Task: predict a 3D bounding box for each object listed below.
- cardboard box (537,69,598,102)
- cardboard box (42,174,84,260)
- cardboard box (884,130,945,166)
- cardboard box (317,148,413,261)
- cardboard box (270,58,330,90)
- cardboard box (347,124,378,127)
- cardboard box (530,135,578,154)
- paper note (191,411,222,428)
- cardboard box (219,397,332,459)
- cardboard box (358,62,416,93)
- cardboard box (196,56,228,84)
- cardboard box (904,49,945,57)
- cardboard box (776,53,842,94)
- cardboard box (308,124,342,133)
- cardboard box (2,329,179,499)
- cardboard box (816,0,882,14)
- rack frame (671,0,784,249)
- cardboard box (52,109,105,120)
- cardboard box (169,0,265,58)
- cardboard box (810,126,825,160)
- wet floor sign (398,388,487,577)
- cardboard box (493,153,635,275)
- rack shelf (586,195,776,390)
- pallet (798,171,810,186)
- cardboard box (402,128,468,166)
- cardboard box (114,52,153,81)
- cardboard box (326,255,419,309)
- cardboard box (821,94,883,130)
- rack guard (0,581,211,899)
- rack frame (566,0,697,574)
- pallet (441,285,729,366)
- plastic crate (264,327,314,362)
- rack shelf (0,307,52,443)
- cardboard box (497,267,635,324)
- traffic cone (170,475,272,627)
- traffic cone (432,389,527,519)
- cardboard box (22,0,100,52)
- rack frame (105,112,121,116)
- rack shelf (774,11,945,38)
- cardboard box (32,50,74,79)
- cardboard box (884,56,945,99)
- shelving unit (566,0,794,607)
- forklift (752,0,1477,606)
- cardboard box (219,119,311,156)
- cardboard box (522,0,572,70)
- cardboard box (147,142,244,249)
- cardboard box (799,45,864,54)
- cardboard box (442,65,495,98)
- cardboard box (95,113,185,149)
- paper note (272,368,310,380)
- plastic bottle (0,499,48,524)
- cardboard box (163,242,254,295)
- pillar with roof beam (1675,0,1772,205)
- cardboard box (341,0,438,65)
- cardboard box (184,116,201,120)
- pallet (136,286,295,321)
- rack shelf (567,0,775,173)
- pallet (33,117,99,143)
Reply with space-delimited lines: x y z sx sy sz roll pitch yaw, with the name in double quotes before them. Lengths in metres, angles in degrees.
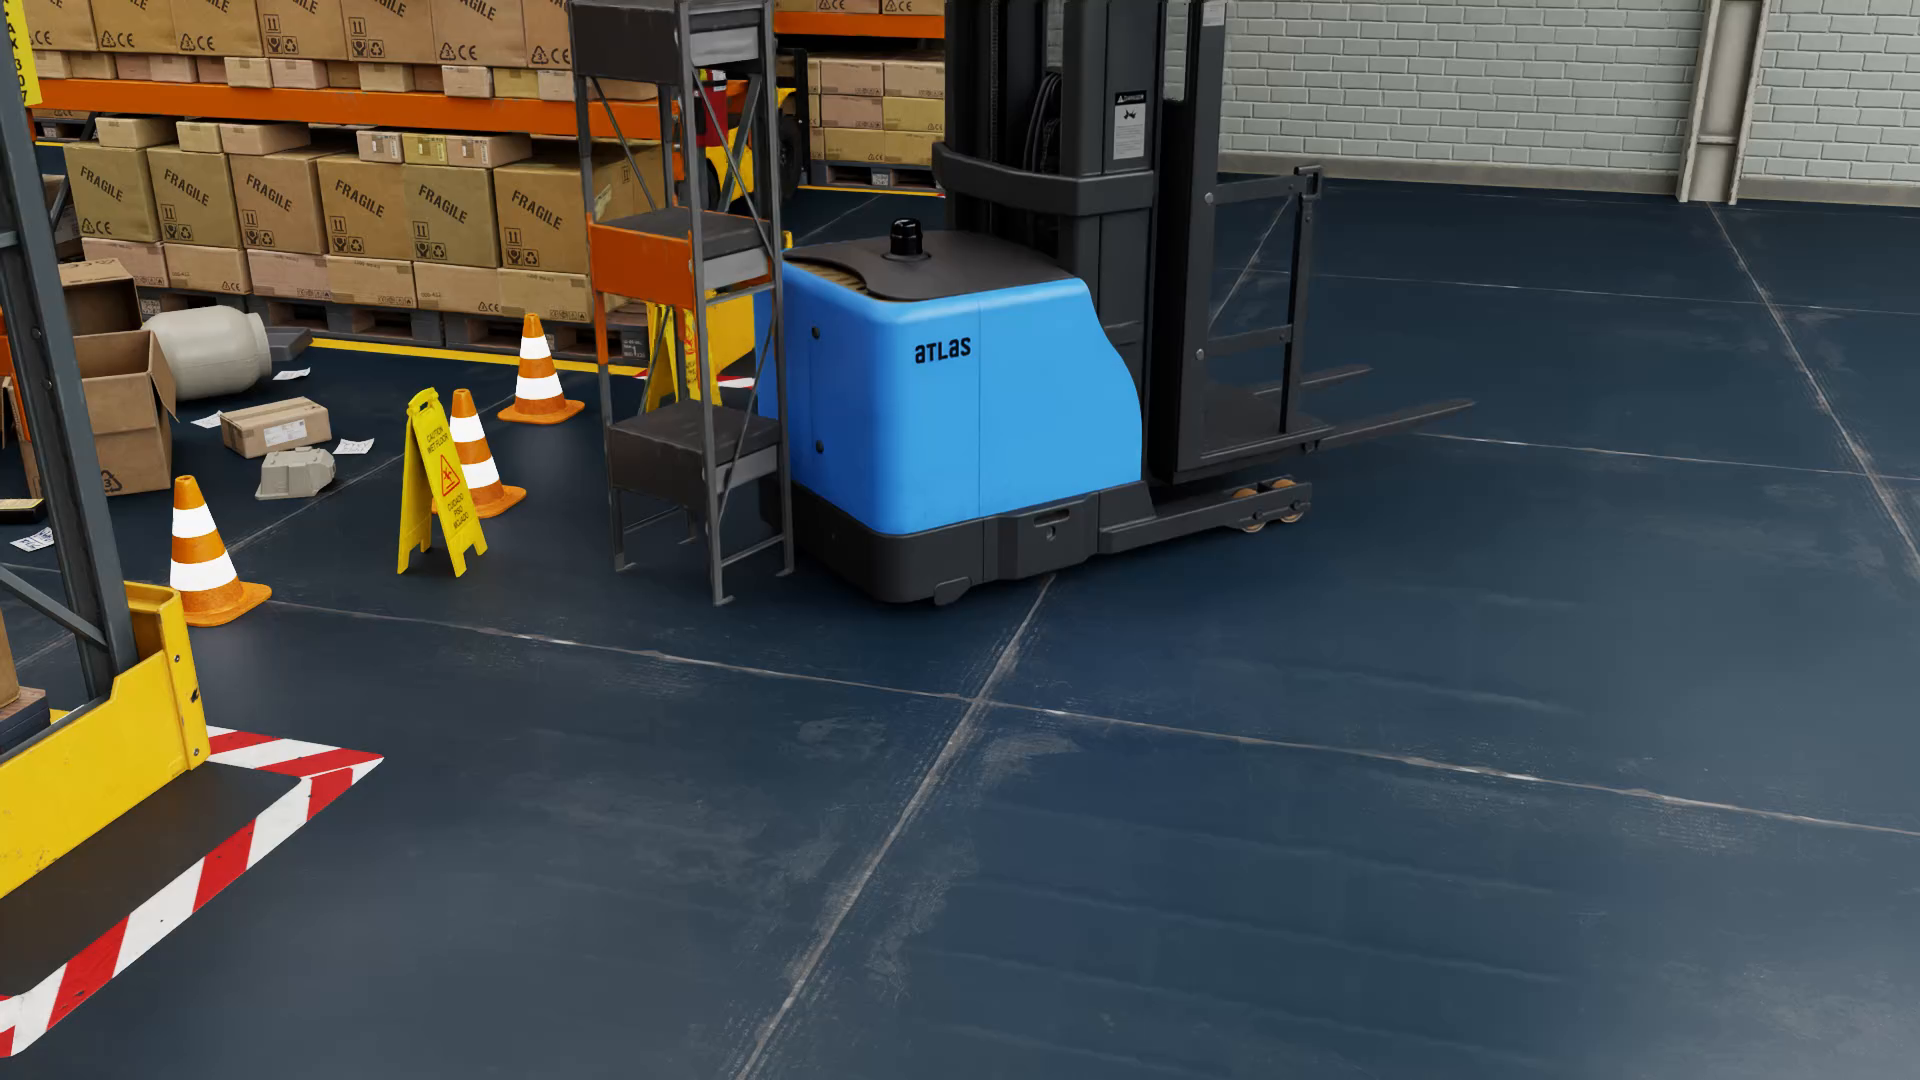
"cardboard box" -1.850 -2.237 8.103 0.250 0.149 0.380 6 23 15
"cardboard box" -5.488 -1.876 9.801 0.625 0.372 0.950 7 23 16
"cardboard box" -0.266 -3.066 12.861 0.500 0.250 0.500 7 23 16
"cardboard box" -2.980 -1.779 8.736 0.500 0.500 0.500 6 23 14
"cardboard box" -3.305 -2.413 8.531 0.250 0.149 0.380 6 23 15
"cardboard box" -4.798 -3.882 14.356 0.625 0.625 0.875 6 23 15
"cardboard box" -2.373 -1.919 9.077 0.500 0.500 0.500 6 23 14
"paper note" -3.405 -0.552 7.590 0.142 0.019 0.148 16 27 34
"cardboard box" -2.993 -0.494 7.277 0.380 0.149 0.250 -20 29 -39
"cardboard box" -2.820 -2.365 8.413 0.250 0.149 0.380 6 23 15
"cardboard box" -3.765 -2.489 8.718 0.250 0.149 0.380 6 23 15
"cardboard box" -0.131 -3.713 13.121 0.500 0.250 0.500 6 23 15
"cardboard box" -1.233 -3.634 12.929 0.500 0.250 0.500 7 23 16
"cardboard box" -3.854 -2.088 9.489 0.500 0.500 0.500 7 23 16
"cardboard box" -3.569 -0.521 6.876 0.637 0.503 0.797 -9 24 -21
"cardboard box" -0.766 -4.272 12.600 0.500 0.500 0.500 7 23 17
"rack frame" -1.156 -2.403 8.175 0.127 3.000 1.000 7 23 16
"cardboard box" -7.851 -4.090 15.028 0.500 0.500 0.500 7 23 17
"cardboard box" -3.680 -2.769 8.545 0.500 0.500 0.500 6 23 15
"cardboard box" -1.216 -3.182 13.144 0.500 0.250 0.500 7 23 16
"wet floor sign" -1.889 -0.220 5.957 0.232 0.644 0.267 3 22 6
"cardboard box" -1.998 -1.665 8.458 0.500 0.500 0.500 7 23 16
"rack shelf" -0.919 -0.845 5.599 0.480 0.518 0.431 16 27 33
"pallet" -1.634 -3.120 13.597 1.213 0.211 1.003 7 23 15
"cardboard box" -2.609 -2.010 8.444 0.250 0.149 0.380 7 23 16
"cardboard box" -4.256 -2.547 8.858 0.250 0.149 0.380 6 23 15
"cardboard box" -3.003 -1.431 8.875 0.500 0.250 0.500 6 23 14
"cardboard box" -0.759 -3.359 12.917 0.500 0.250 0.500 6 23 15
"rack guard" -2.466 0.566 4.232 0.348 0.500 1.175 7 23 16
"rack frame" -1.115 -0.913 5.728 0.015 2.100 0.400 16 27 33
"pallet" -1.996 -1.223 8.973 1.213 0.211 1.003 7 23 16
"plastic crate" -3.719 -1.020 8.652 0.583 0.080 0.402 -1 22 -3
"rack shelf" -4.403 -0.480 4.435 4.000 0.370 1.077 7 23 16
"cardboard box" -2.030 -1.318 8.601 0.500 0.250 0.500 6 23 15
"traffic cone" -2.587 0.006 5.645 0.334 0.463 0.336 7 23 16
"traffic cone" -1.935 -0.367 6.555 0.334 0.463 0.336 7 23 16
"cardboard box" -4.644 -2.876 8.804 0.500 0.500 0.500 6 23 15
"rack frame" -7.384 -5.084 14.711 0.127 3.000 1.000 7 23 16
"rack shelf" -1.640 -4.093 13.244 4.000 0.370 1.077 7 23 16
"cardboard box" -4.776 -2.574 8.924 0.250 0.149 0.380 6 23 15
"cardboard box" -0.256 -3.529 12.672 0.500 0.250 0.500 7 23 17
"shelving unit" -0.919 -0.858 5.594 0.503 2.100 0.431 16 27 33
"forklift" 0.758 -1.538 6.158 3.031 2.935 1.130 -14 26 -30
"cardboard box" -3.645 -2.128 8.732 0.250 0.149 0.380 8 24 19
"cardboard box" -1.755 -2.546 8.001 0.500 0.500 0.500 6 23 15
"cardboard box" -3.982 -1.893 9.015 0.500 0.500 0.500 8 23 18
"cardboard box" -1.086 -3.825 13.395 0.500 0.250 0.500 6 23 15
"cardboard box" -2.344 -2.290 8.232 0.250 0.149 0.380 7 23 16
"cardboard box" -4.396 -2.212 8.938 0.250 0.149 0.380 7 23 16
"paper note" -3.312 -0.826 8.244 0.148 0.019 0.142 -1 22 -3
"plastic bottle" -3.707 -0.111 6.460 0.283 0.061 0.133 -1 22 -3
"cardboard box" -3.984 -1.546 9.157 0.500 0.250 0.500 8 24 19
"pillar with roof beam" 4.369 -5.164 7.002 0.400 9.000 9.100 7 23 16
"cardboard box" -2.711 -2.659 8.275 0.500 0.500 0.500 6 23 15
"cardboard box" -6.791 -4.106 14.903 0.625 0.625 0.875 7 23 17
"pallet" -4.332 -1.490 9.625 1.213 0.211 1.003 7 23 16
"rack shelf" -0.919 -1.493 5.334 0.480 0.518 0.431 16 27 33
"pallet" -8.088 -3.889 15.473 1.213 0.211 1.003 7 23 16
